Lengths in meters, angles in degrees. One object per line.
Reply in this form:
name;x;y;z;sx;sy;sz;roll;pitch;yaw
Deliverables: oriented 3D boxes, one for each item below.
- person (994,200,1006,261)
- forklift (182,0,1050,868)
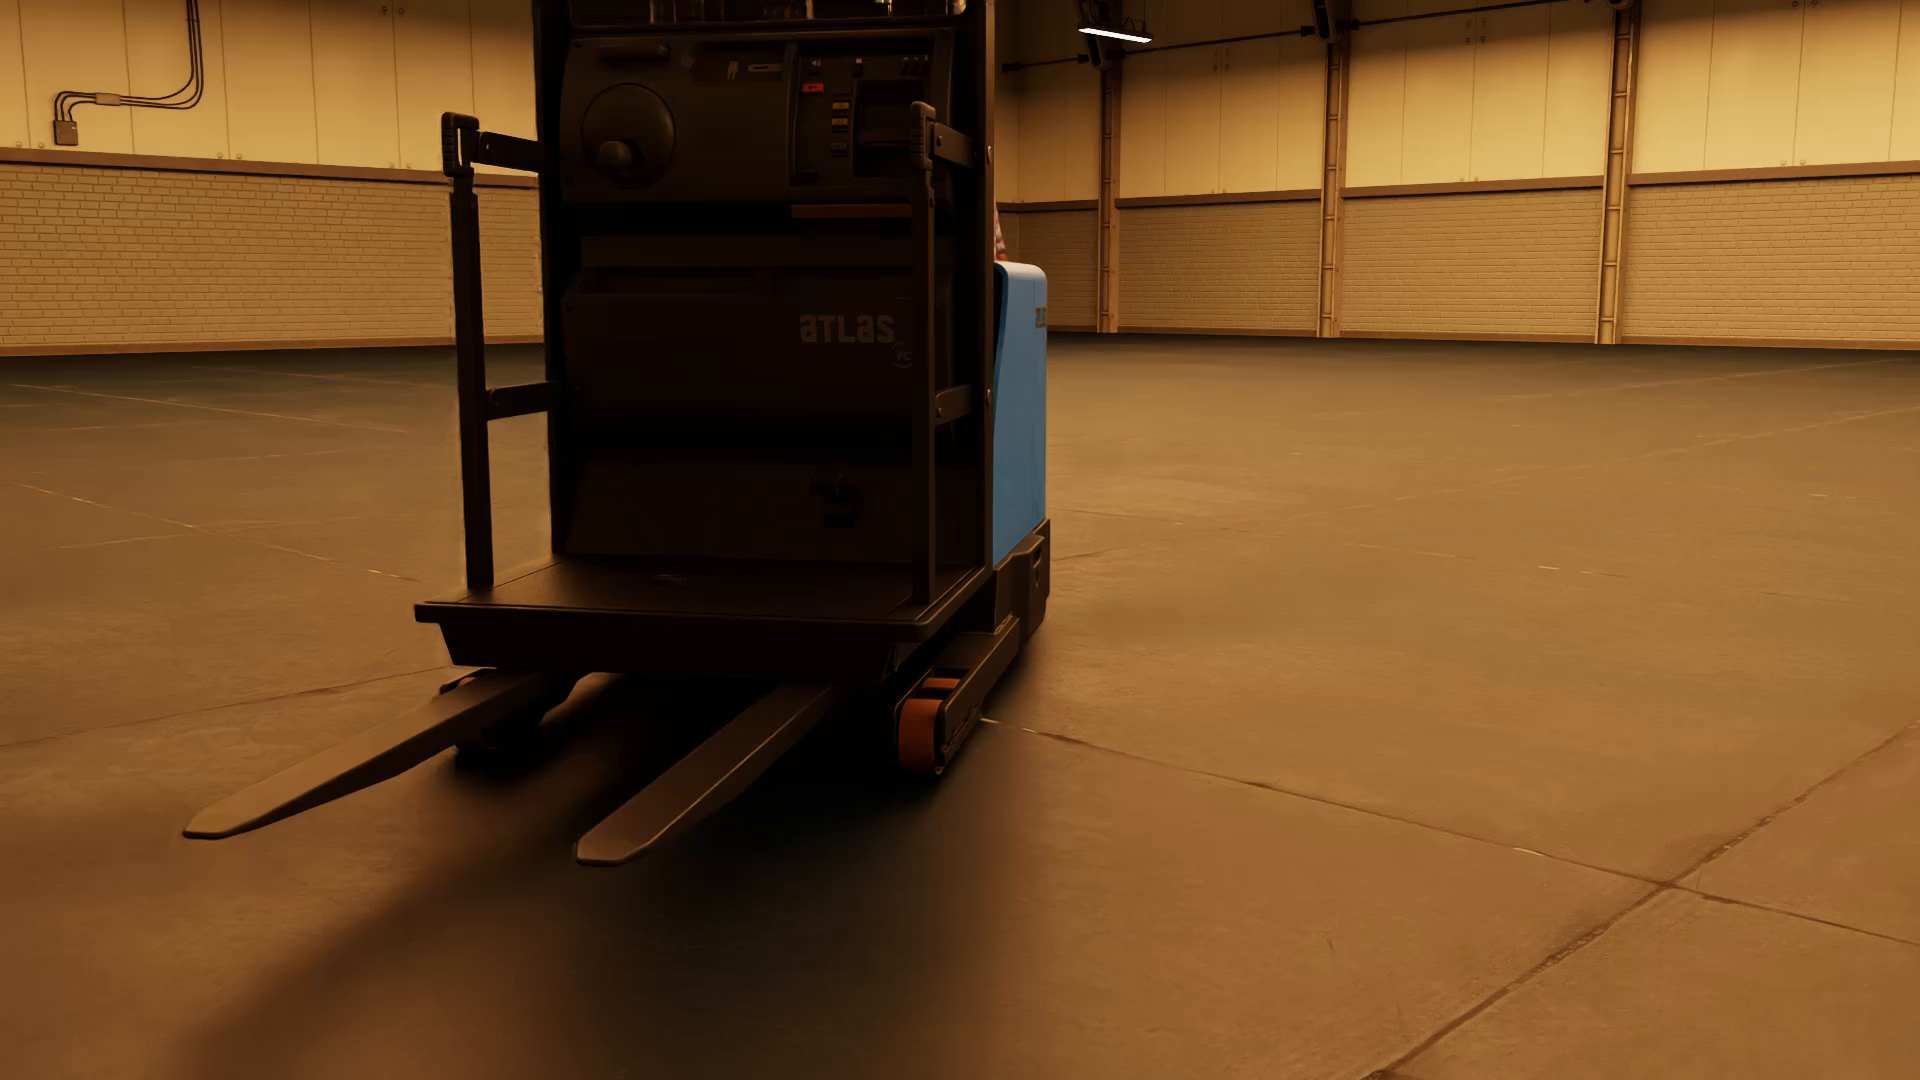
person;-0.020;-0.818;6.616;0.373;1.651;0.546;8;11;41
forklift;-0.510;-1.017;3.624;1.130;2.935;3.031;2;9;11
